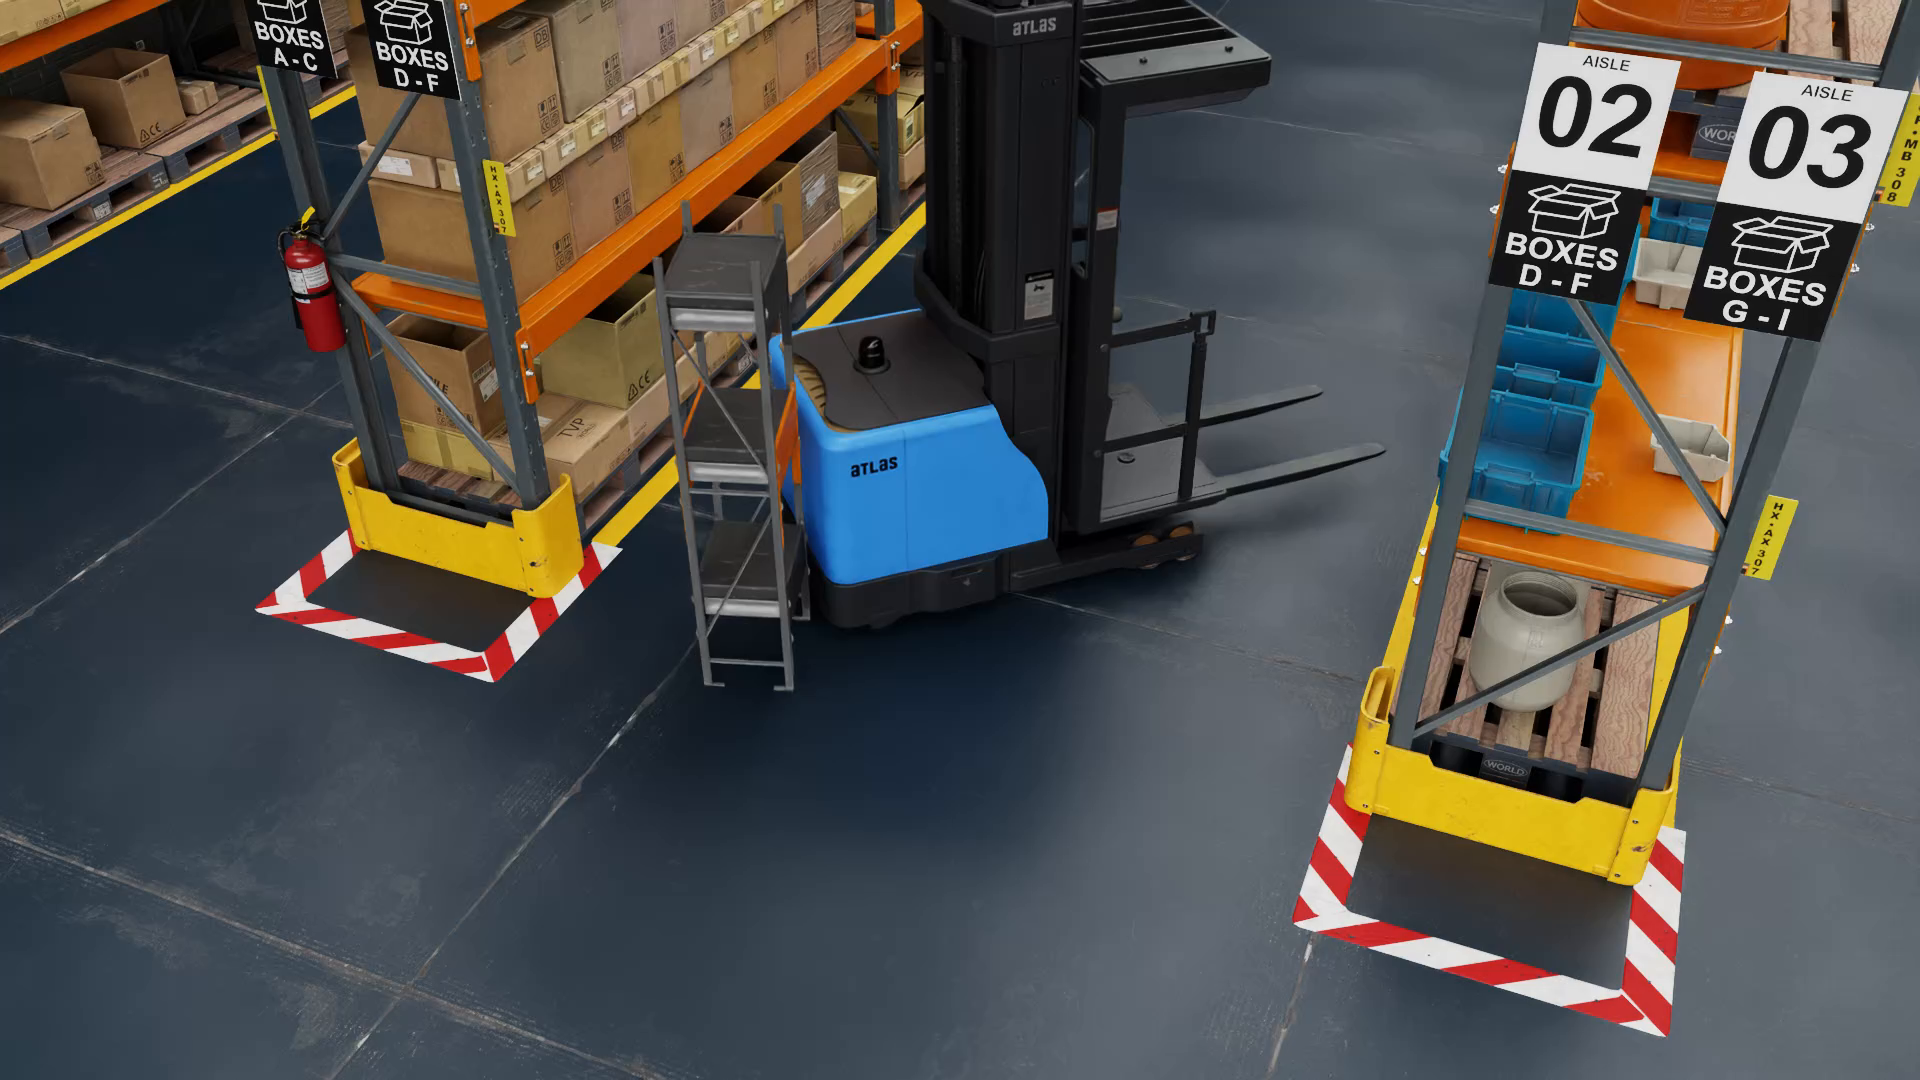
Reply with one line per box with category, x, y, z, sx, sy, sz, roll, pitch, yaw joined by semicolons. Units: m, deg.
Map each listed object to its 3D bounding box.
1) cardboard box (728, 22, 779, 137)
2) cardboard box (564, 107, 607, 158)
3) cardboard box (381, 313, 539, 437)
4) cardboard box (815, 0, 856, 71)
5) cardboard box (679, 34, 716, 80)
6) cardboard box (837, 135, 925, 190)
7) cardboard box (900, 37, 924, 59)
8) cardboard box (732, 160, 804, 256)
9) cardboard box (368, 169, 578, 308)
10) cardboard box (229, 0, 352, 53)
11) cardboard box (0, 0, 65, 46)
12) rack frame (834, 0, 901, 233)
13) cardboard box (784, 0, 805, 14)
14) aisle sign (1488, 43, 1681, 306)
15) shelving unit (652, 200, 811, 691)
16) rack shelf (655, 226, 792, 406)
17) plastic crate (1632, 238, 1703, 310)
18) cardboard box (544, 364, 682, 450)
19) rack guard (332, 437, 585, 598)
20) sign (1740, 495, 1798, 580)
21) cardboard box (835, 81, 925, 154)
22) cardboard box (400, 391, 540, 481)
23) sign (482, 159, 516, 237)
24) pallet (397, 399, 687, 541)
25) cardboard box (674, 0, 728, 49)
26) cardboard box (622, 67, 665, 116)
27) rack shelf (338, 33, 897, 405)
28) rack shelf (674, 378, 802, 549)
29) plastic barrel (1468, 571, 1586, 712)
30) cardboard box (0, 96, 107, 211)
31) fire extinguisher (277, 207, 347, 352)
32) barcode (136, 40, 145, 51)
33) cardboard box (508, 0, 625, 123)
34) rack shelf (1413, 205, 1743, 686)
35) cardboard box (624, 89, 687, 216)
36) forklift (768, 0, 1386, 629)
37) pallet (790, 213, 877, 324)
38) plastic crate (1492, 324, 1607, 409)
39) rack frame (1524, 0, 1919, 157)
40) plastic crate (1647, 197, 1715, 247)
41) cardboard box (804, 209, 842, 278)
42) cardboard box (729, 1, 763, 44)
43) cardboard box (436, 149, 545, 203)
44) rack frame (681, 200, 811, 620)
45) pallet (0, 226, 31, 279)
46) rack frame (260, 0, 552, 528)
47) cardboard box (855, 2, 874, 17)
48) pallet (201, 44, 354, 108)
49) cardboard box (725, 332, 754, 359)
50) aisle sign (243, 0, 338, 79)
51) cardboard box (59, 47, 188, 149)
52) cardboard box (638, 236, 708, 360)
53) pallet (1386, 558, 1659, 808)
cardboard box;-1.434;-2.591;9.128;0.700;0.500;0.500;14;39;18
cardboard box;-1.861;-1.907;7.670;0.380;0.149;0.250;14;39;18
cardboard box;-2.475;-0.886;8.250;0.500;0.500;0.500;14;39;18
cardboard box;-1.045;-3.162;9.891;0.700;0.500;0.500;13;39;17
cardboard box;-1.470;-2.473;8.428;0.380;0.149;0.250;14;39;18
cardboard box;-0.499;-2.603;11.172;0.500;0.250;0.500;13;39;17
cardboard box;-0.103;-3.395;11.764;0.500;0.311;0.500;13;39;16
cardboard box;-1.244;-1.878;9.576;0.500;0.500;0.500;14;39;18
cardboard box;-2.214;-1.450;7.601;0.700;0.500;0.500;14;39;18
cardboard box;-5.200;-4.082;12.926;0.700;0.500;0.500;15;39;19
cardboard box;-5.929;-3.277;10.238;0.500;0.250;0.500;14;39;18
rack frame;-0.882;-3.369;10.252;1.000;3.000;0.127;14;39;18
cardboard box;-1.079;-3.042;9.189;0.380;0.149;0.250;14;39;18
aisle sign;1.874;-1.093;5.035;0.394;0.787;0.004;14;39;18
shelving unit;-0.915;-0.334;6.944;0.431;2.100;0.503;3;37;4
rack shelf;-0.915;-0.884;6.533;0.431;0.518;0.480;3;37;4
plastic crate;3.314;-1.176;7.538;0.530;0.136;0.437;14;39;18
cardboard box;-1.807;-0.745;8.687;0.500;0.250;0.500;14;39;18
rack guard;-2.413;-0.140;8.019;1.175;0.500;0.348;14;39;18
sign;2.683;-0.007;5.523;0.100;0.325;0.005;14;39;18
cardboard box;-0.494;-2.832;11.011;0.500;0.311;0.500;14;39;18
cardboard box;-2.473;-0.585;8.473;0.500;0.250;0.500;14;39;18
sign;-1.893;-1.403;6.832;0.100;0.325;0.005;14;39;18
pallet;-2.151;-0.470;8.703;1.003;0.211;1.213;14;39;18
cardboard box;-1.617;-2.848;8.387;0.700;0.500;0.500;14;39;18
cardboard box;-1.664;-2.194;8.055;0.380;0.149;0.250;13;39;16
rack shelf;-1.643;-1.973;8.986;1.077;0.370;4.000;14;39;18
rack shelf;-0.915;-0.324;6.952;0.431;0.518;0.480;3;37;4
plastic barrel;2.355;0.423;6.906;0.421;0.512;0.421;0;37;0
cardboard box;-6.097;-2.529;10.848;0.700;0.500;0.500;11;38;15
fire extinguisher;-2.878;-1.164;7.366;0.296;0.674;0.183;14;39;18
barcode;-5.892;-3.554;11.953;0.001;0.075;0.075;14;39;18
cardboard box;-1.999;-2.291;7.643;0.700;0.500;0.500;13;39;17
rack shelf;2.937;-0.843;7.473;1.077;0.370;4.000;14;39;18
cardboard box;-1.825;-2.015;8.357;0.700;0.500;0.500;14;39;18
forklift;0.647;-1.314;7.560;3.031;2.935;1.130;-13;39;-17
pallet;-1.223;-1.821;10.510;1.003;0.211;1.213;14;39;18
plastic crate;2.342;-0.668;6.762;0.499;0.251;0.408;14;39;18
rack frame;2.176;-2.427;3.980;1.000;3.000;0.127;14;39;18
plastic crate;3.528;-1.504;7.881;0.499;0.251;0.616;14;39;18
cardboard box;-1.055;-1.855;10.172;0.500;0.250;0.500;14;39;18
cardboard box;-1.272;-2.767;8.821;0.380;0.149;0.250;15;39;19
cardboard box;-2.055;-1.622;7.290;0.380;0.149;0.250;14;39;17
rack frame;-0.896;-0.480;7.138;0.400;2.100;0.015;3;37;4
pallet;-6.615;-1.647;10.278;1.003;0.211;1.213;14;39;18
rack frame;-2.404;-1.154;7.289;1.000;3.000;0.127;14;39;18
cardboard box;-0.735;-3.591;10.675;0.500;0.250;0.500;16;40;21
pallet;-5.169;-3.810;13.171;1.003;0.211;1.213;14;39;18
cardboard box;-1.422;-1.297;9.426;0.500;0.250;0.500;14;39;18
aisle sign;-2.700;-2.226;6.551;0.394;0.787;0.004;14;39;18
cardboard box;-5.822;-3.086;11.594;0.500;0.500;0.500;11;38;14
cardboard box;-1.627;-1.325;8.836;0.500;0.500;0.500;14;39;18
pallet;2.475;0.592;7.282;1.003;0.211;1.213;14;39;18
